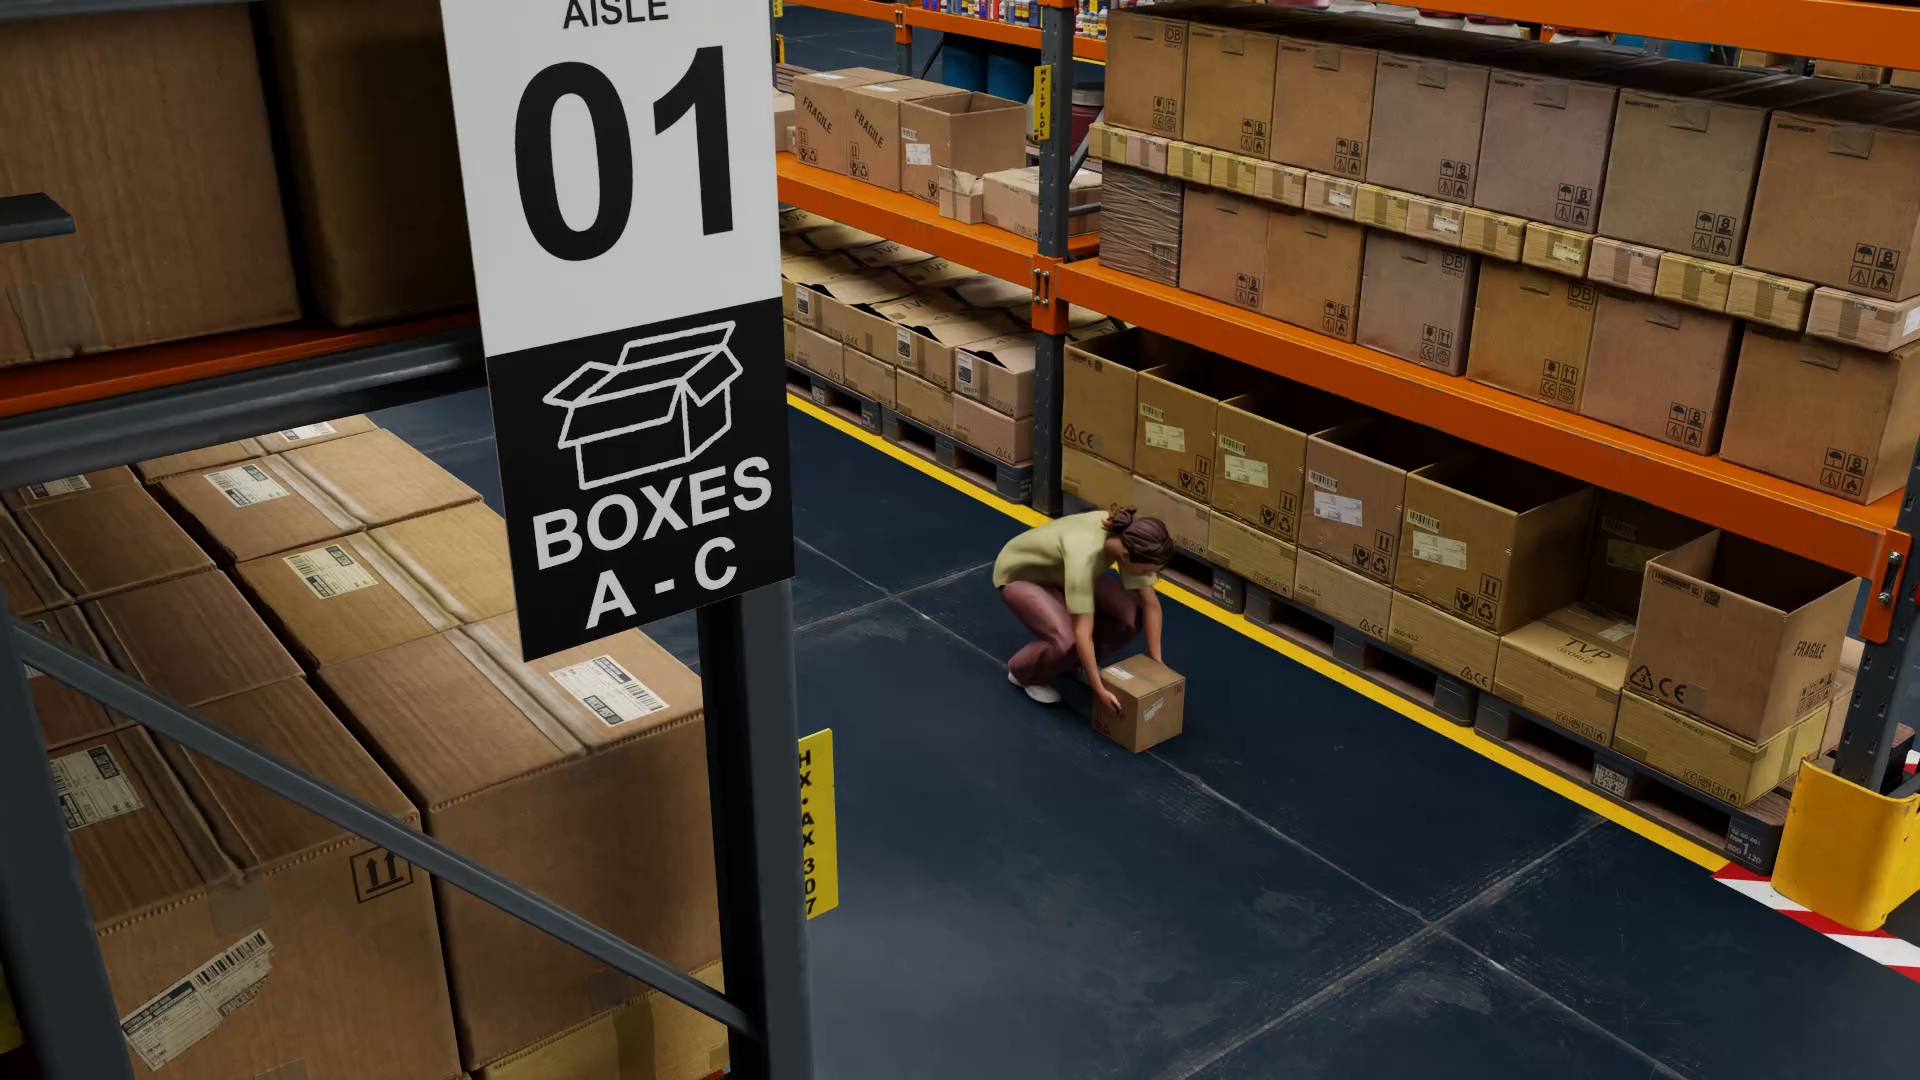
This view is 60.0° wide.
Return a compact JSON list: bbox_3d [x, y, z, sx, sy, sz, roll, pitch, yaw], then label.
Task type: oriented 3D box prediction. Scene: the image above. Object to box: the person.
[{"bbox_3d":[0.491,0.229,6.573,0.487,0.873,0.801,-19,31,-35],"label":"person"}]
